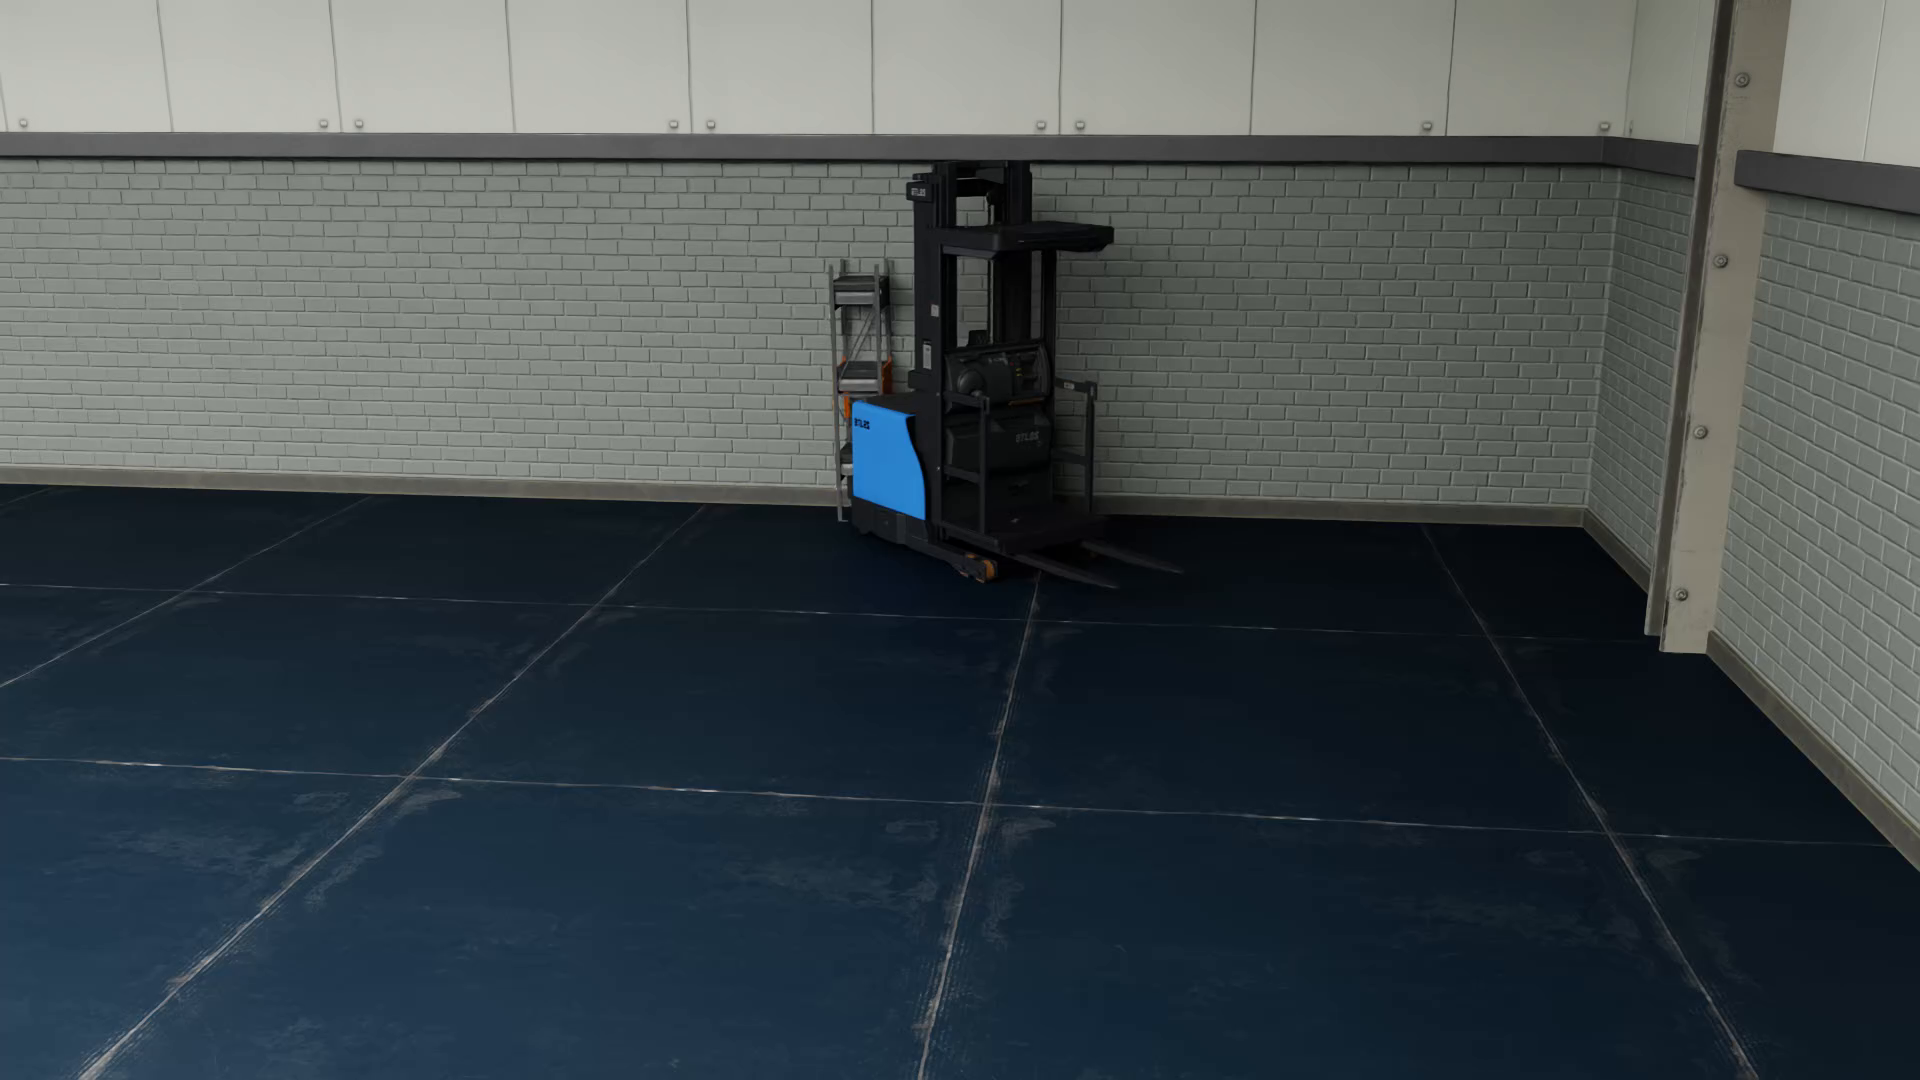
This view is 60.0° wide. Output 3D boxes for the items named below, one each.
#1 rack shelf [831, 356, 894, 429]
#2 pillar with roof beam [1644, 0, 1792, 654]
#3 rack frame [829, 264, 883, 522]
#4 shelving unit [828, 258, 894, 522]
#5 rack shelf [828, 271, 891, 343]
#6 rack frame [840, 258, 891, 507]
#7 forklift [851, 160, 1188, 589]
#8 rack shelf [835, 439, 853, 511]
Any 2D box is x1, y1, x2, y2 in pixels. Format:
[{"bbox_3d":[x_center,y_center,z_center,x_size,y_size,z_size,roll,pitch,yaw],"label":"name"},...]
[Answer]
[{"bbox_3d":[-0.796,-1.215,13.667,0.431,0.518,0.480,1,15,7],"label":"rack shelf"},{"bbox_3d":[0.342,-3.808,10.007,9.100,9.000,0.400,2,15,6],"label":"pillar with roof beam"},{"bbox_3d":[-0.824,-1.164,13.430,0.400,2.100,0.015,1,15,7],"label":"rack frame"},{"bbox_3d":[-0.796,-1.228,13.664,0.431,2.100,0.503,1,15,7],"label":"shelving unit"},{"bbox_3d":[-0.808,-1.891,13.485,0.431,0.518,0.480,1,15,7],"label":"rack shelf"},{"bbox_3d":[-0.768,-1.292,13.898,0.400,2.100,0.015,1,15,7],"label":"rack frame"},{"bbox_3d":[0.410,-1.248,12.162,1.130,2.935,3.031,-11,19,-35],"label":"forklift"},{"bbox_3d":[-0.783,-0.540,13.850,0.431,0.518,0.480,1,15,7],"label":"rack shelf"}]
